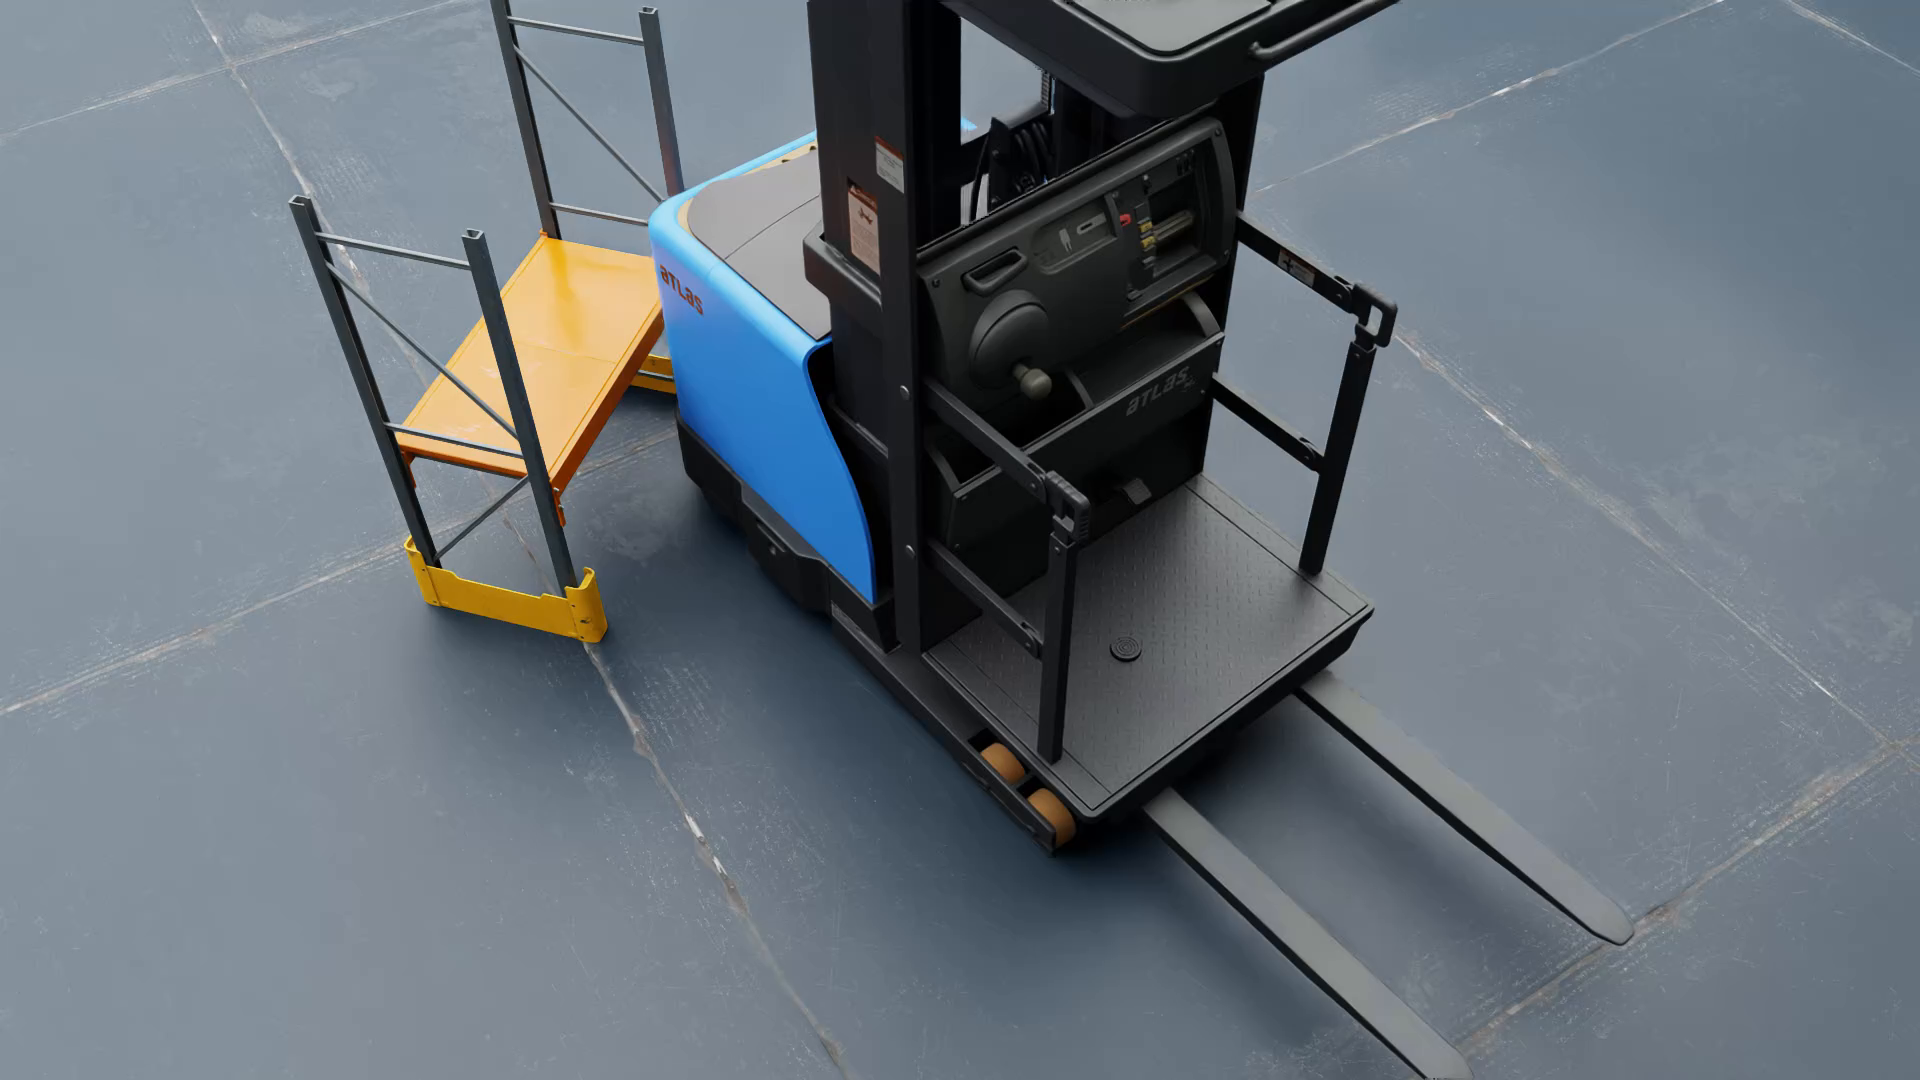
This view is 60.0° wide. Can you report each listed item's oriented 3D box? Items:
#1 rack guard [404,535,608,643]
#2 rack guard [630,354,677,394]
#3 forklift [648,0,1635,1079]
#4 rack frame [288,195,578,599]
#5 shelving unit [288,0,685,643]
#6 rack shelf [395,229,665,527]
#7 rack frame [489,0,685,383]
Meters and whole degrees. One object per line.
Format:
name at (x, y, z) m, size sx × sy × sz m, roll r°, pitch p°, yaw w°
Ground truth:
rack guard at (-1.351, 0.138, 4.960) m, size 0.587 × 0.250 × 0.087 m, roll 12°, pitch 49°, yaw 11°
rack guard at (-1.069, -0.576, 5.595) m, size 0.587 × 0.250 × 0.087 m, roll 12°, pitch 49°, yaw 11°
forklift at (0.438, -0.570, 3.795) m, size 1.130 × 2.935 × 3.031 m, roll -32°, pitch 56°, yaw -25°
rack frame at (-1.356, -0.264, 4.481) m, size 0.500 × 1.500 × 0.032 m, roll 12°, pitch 49°, yaw 11°
shelving unit at (-1.210, -0.634, 4.811) m, size 0.587 × 1.500 × 1.083 m, roll 12°, pitch 49°, yaw 11°
rack shelf at (-1.212, -0.508, 4.939) m, size 0.538 × 0.185 × 1.000 m, roll 12°, pitch 49°, yaw 11°
rack frame at (-1.069, -0.992, 5.129) m, size 0.500 × 1.500 × 0.032 m, roll 12°, pitch 49°, yaw 11°
